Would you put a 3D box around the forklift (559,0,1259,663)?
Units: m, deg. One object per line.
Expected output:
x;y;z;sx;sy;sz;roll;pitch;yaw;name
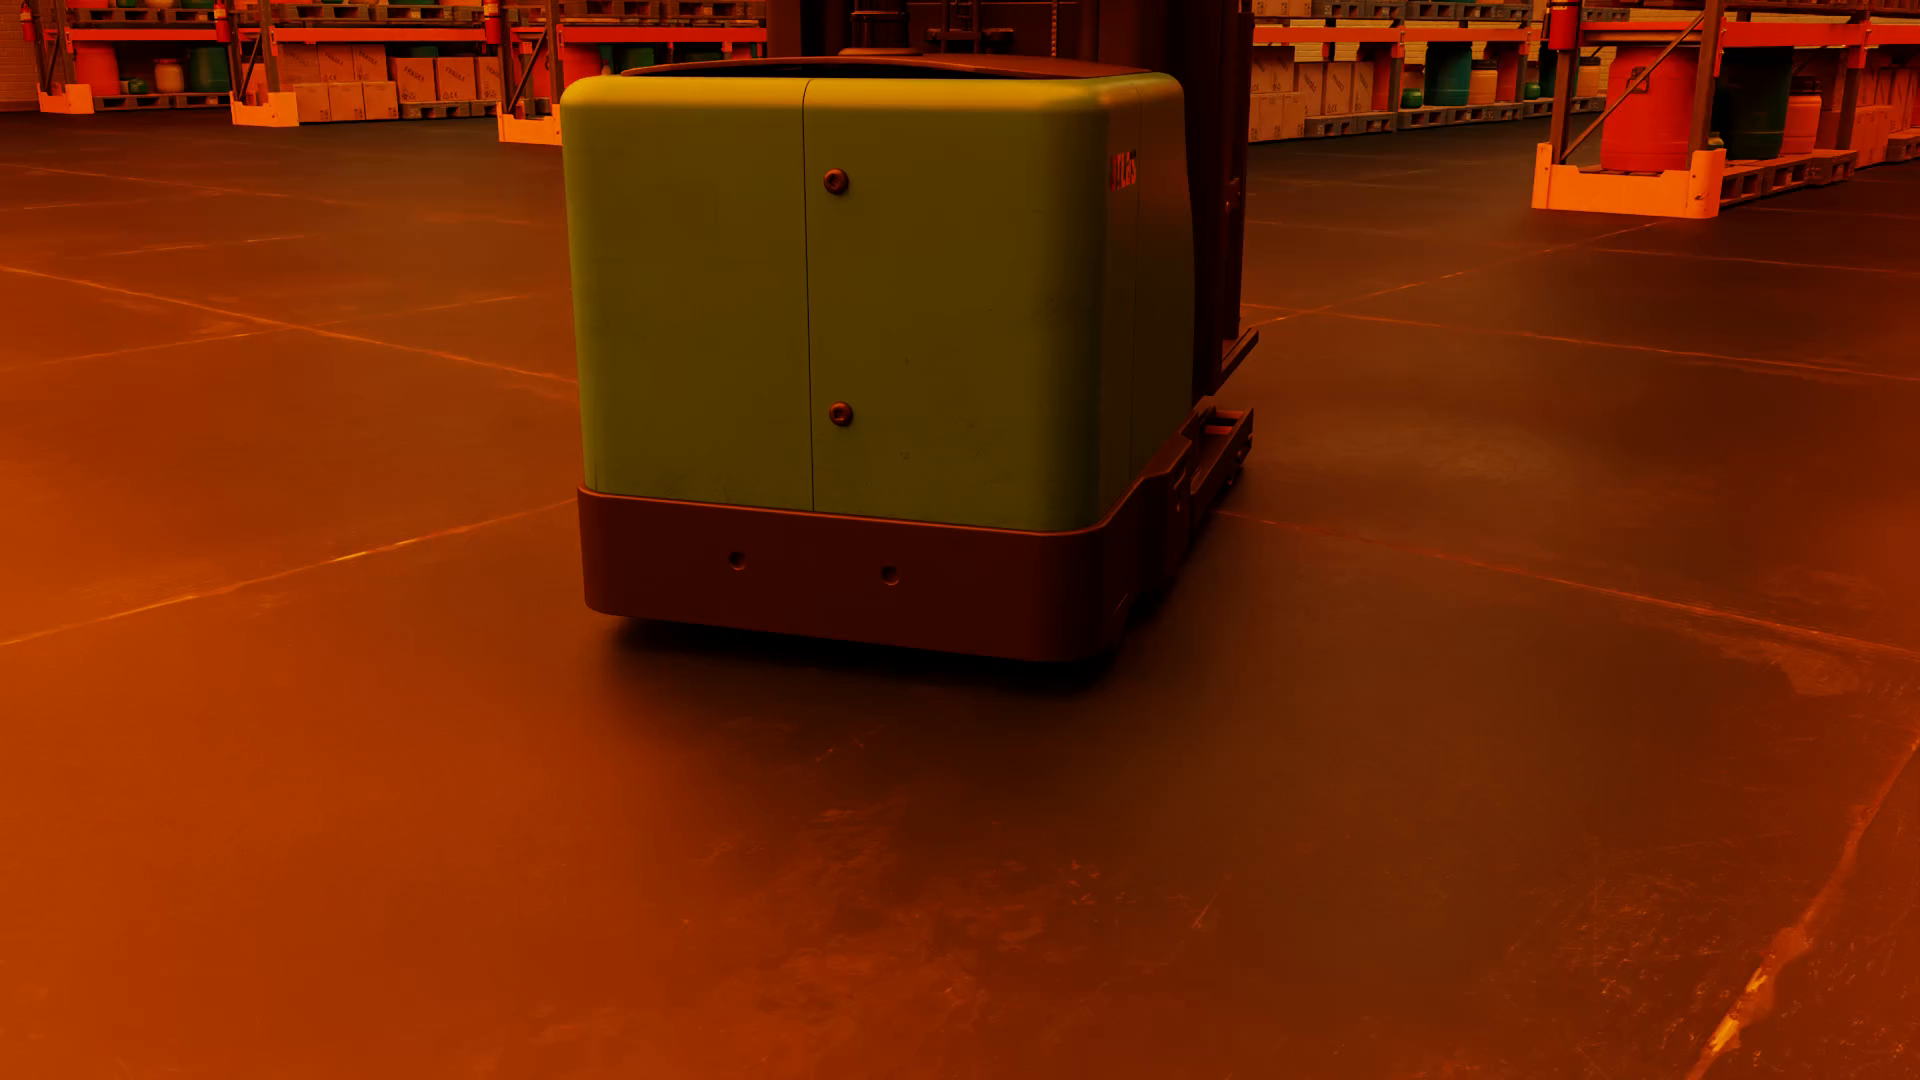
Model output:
0.182;-1.571;4.072;1.130;2.935;3.031;5;18;17;forklift
